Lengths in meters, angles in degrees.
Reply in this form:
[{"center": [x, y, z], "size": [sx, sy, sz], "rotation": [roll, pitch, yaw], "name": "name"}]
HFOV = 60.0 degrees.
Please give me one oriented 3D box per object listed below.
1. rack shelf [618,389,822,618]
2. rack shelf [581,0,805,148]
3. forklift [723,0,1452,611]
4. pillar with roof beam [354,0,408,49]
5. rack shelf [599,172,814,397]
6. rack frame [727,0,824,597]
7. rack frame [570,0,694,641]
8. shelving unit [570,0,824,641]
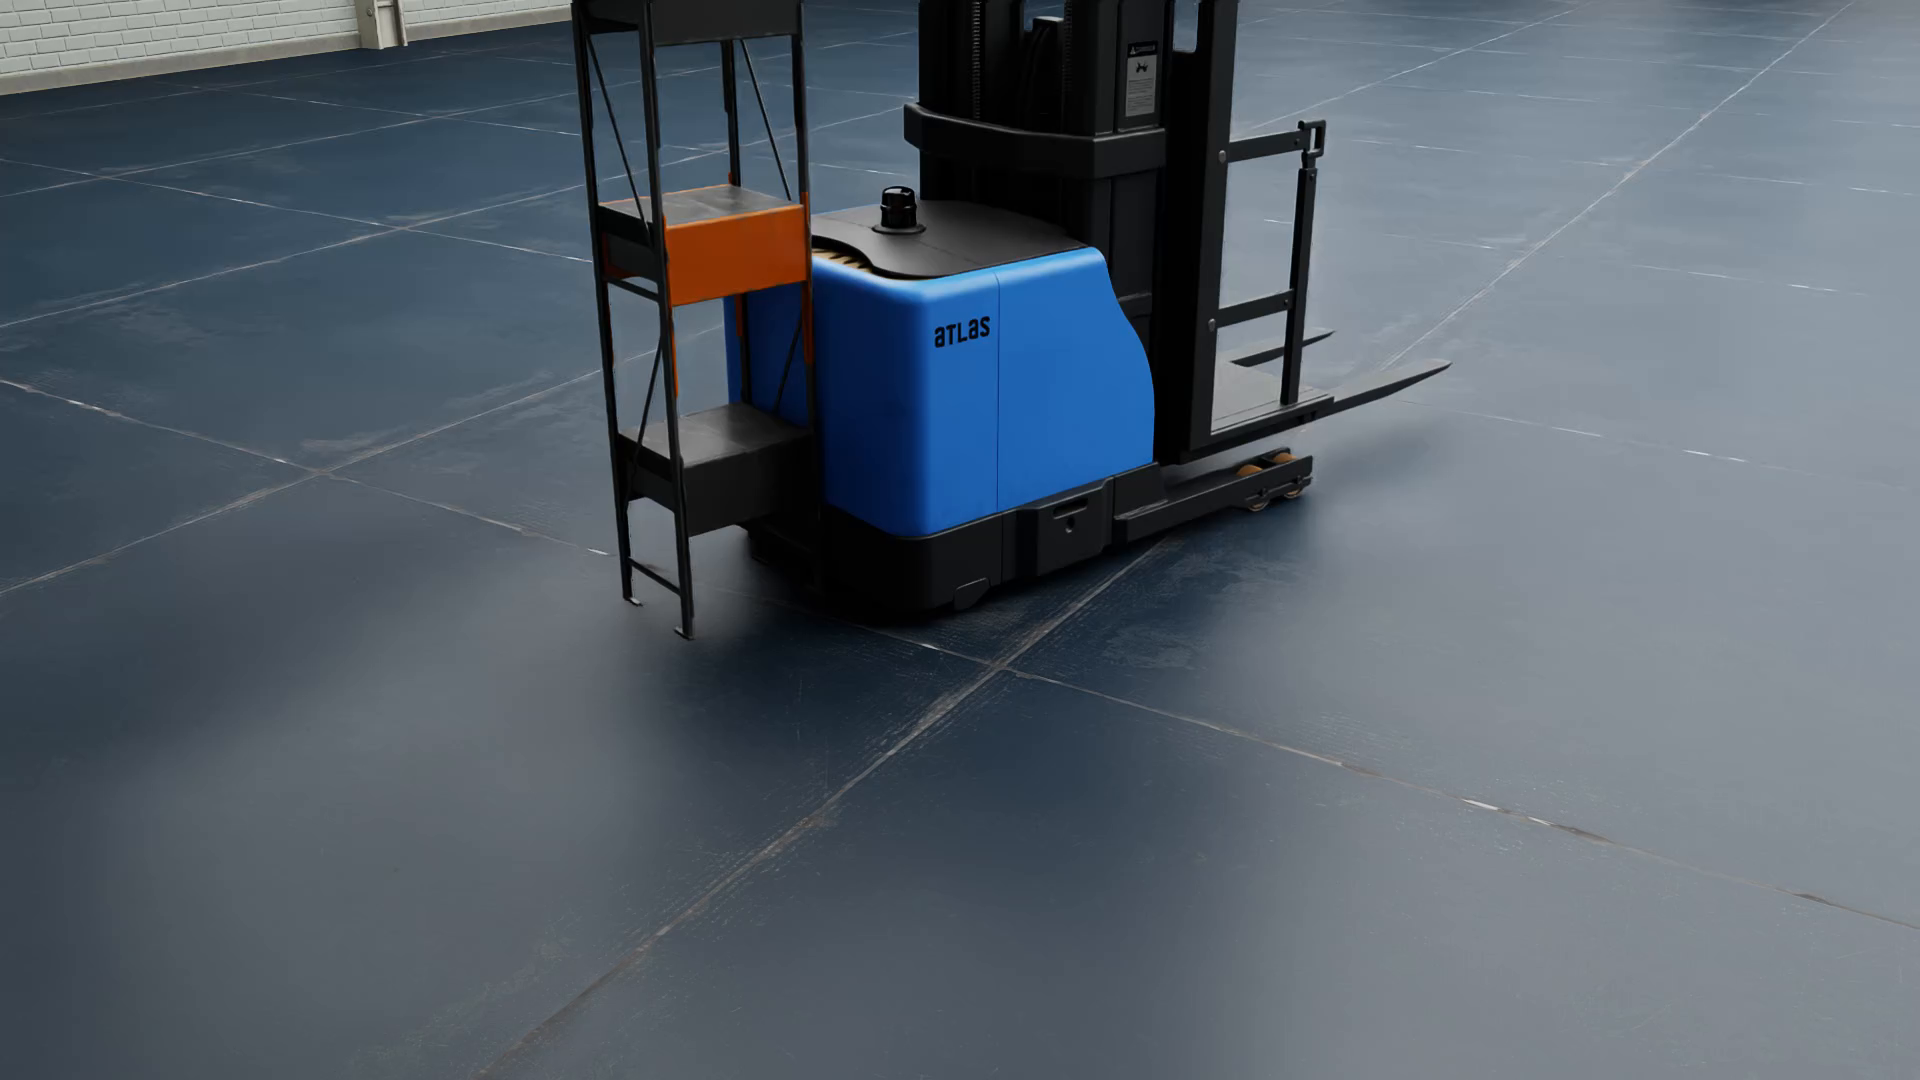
[{"center": [-0.756, -0.126, 5.195], "size": [0.480, 0.518, 0.431], "rotation": [-18, 29, -36], "name": "rack shelf"}, {"center": [-0.756, -1.411, 4.638], "size": [0.480, 0.518, 0.431], "rotation": [-18, 29, -36], "name": "rack shelf"}, {"center": [0.664, -1.590, 5.734], "size": [3.031, 2.935, 1.130], "rotation": [-18, 29, -36], "name": "forklift"}, {"center": [-2.675, -8.655, 14.416], "size": [9.100, 9.000, 0.400], "rotation": [14, 27, 29], "name": "pillar with roof beam"}, {"center": [-0.756, -0.768, 4.916], "size": [0.480, 0.518, 0.431], "rotation": [-18, 29, -36], "name": "rack shelf"}, {"center": [-0.569, -0.843, 5.055], "size": [0.015, 2.100, 0.400], "rotation": [-18, 29, -36], "name": "rack frame"}, {"center": [-0.943, -0.719, 4.767], "size": [0.015, 2.100, 0.400], "rotation": [-18, 29, -36], "name": "rack frame"}, {"center": [-0.756, -0.781, 4.911], "size": [0.503, 2.100, 0.431], "rotation": [-18, 29, -36], "name": "shelving unit"}]
